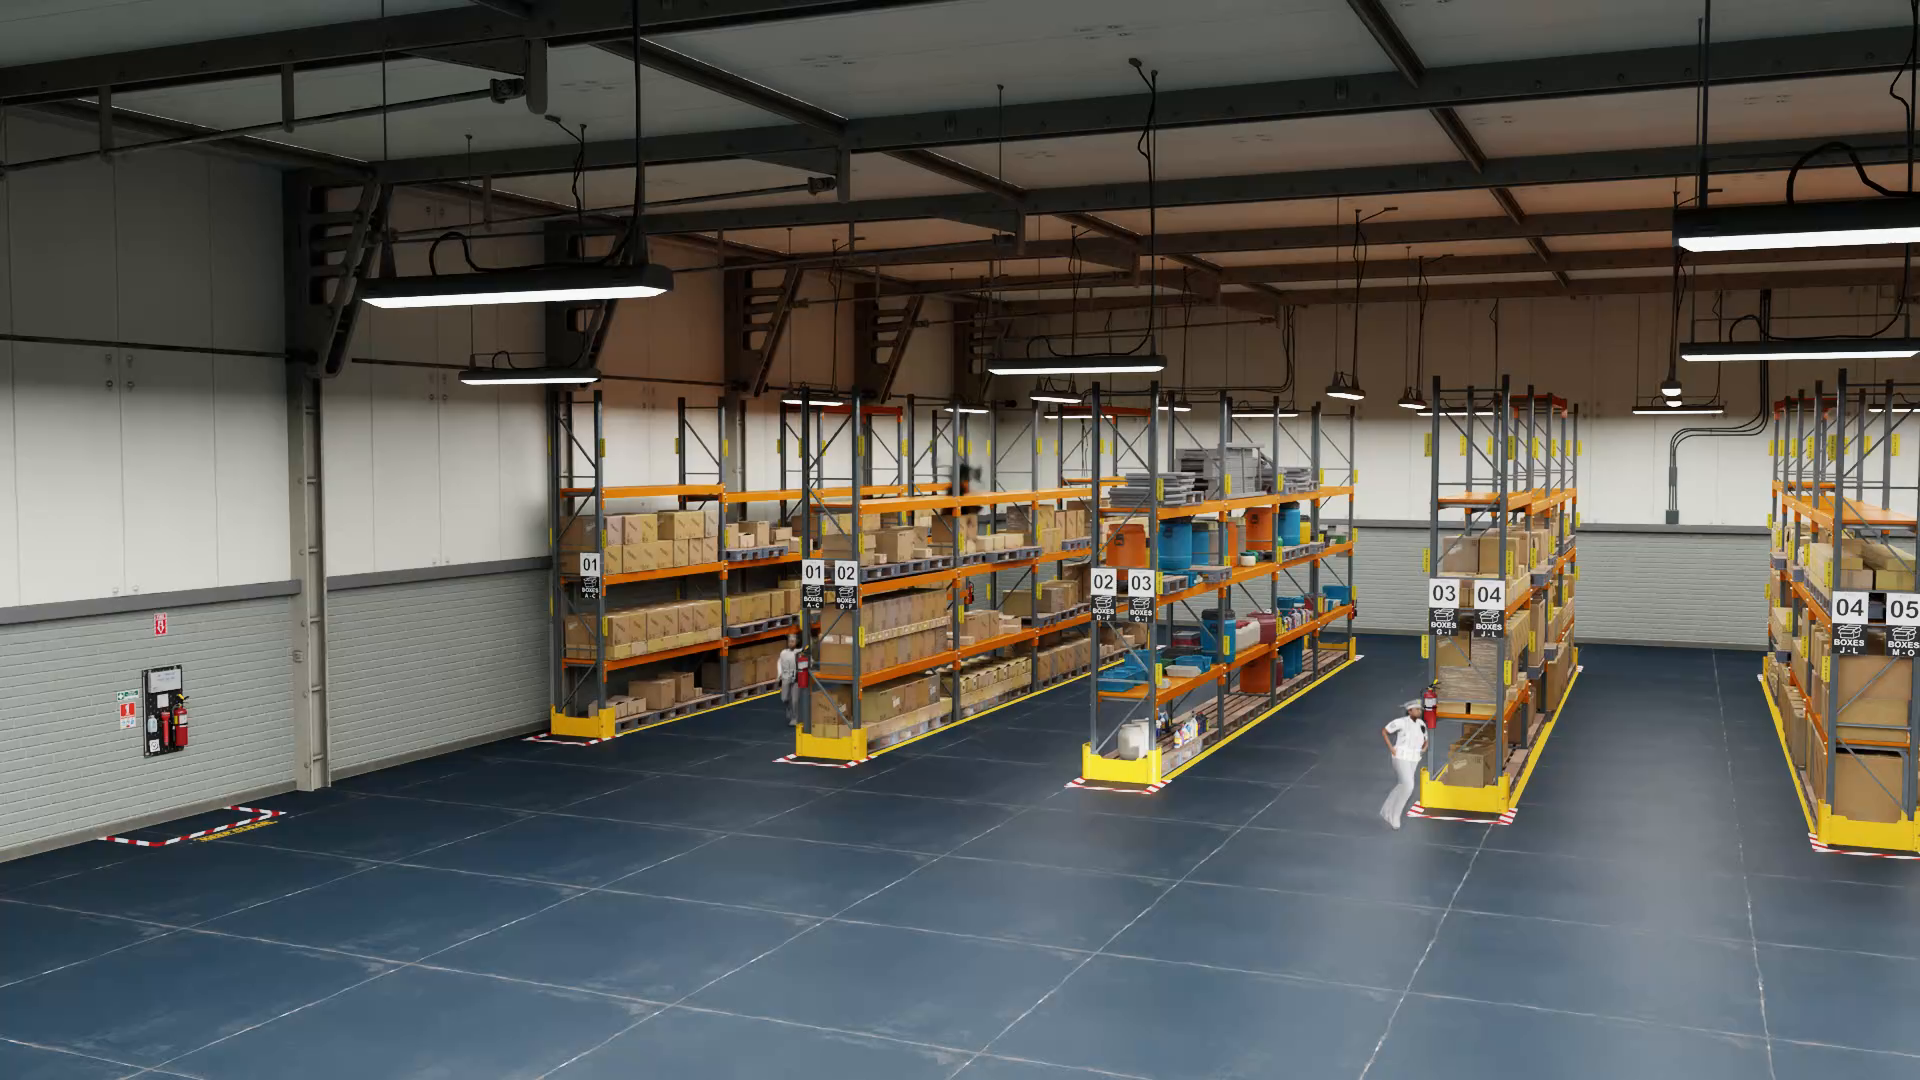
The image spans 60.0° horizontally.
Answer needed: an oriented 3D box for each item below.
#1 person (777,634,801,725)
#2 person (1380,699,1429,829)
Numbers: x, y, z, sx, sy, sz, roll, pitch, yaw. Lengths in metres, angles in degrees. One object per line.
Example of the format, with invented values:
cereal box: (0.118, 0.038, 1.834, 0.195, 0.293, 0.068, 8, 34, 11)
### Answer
person: (-3.039, 2.513, 29.934, 0.615, 1.658, 0.541, 0, 3, 9)
person: (5.930, 2.954, 22.113, 0.621, 1.718, 0.655, -2, 4, -29)
